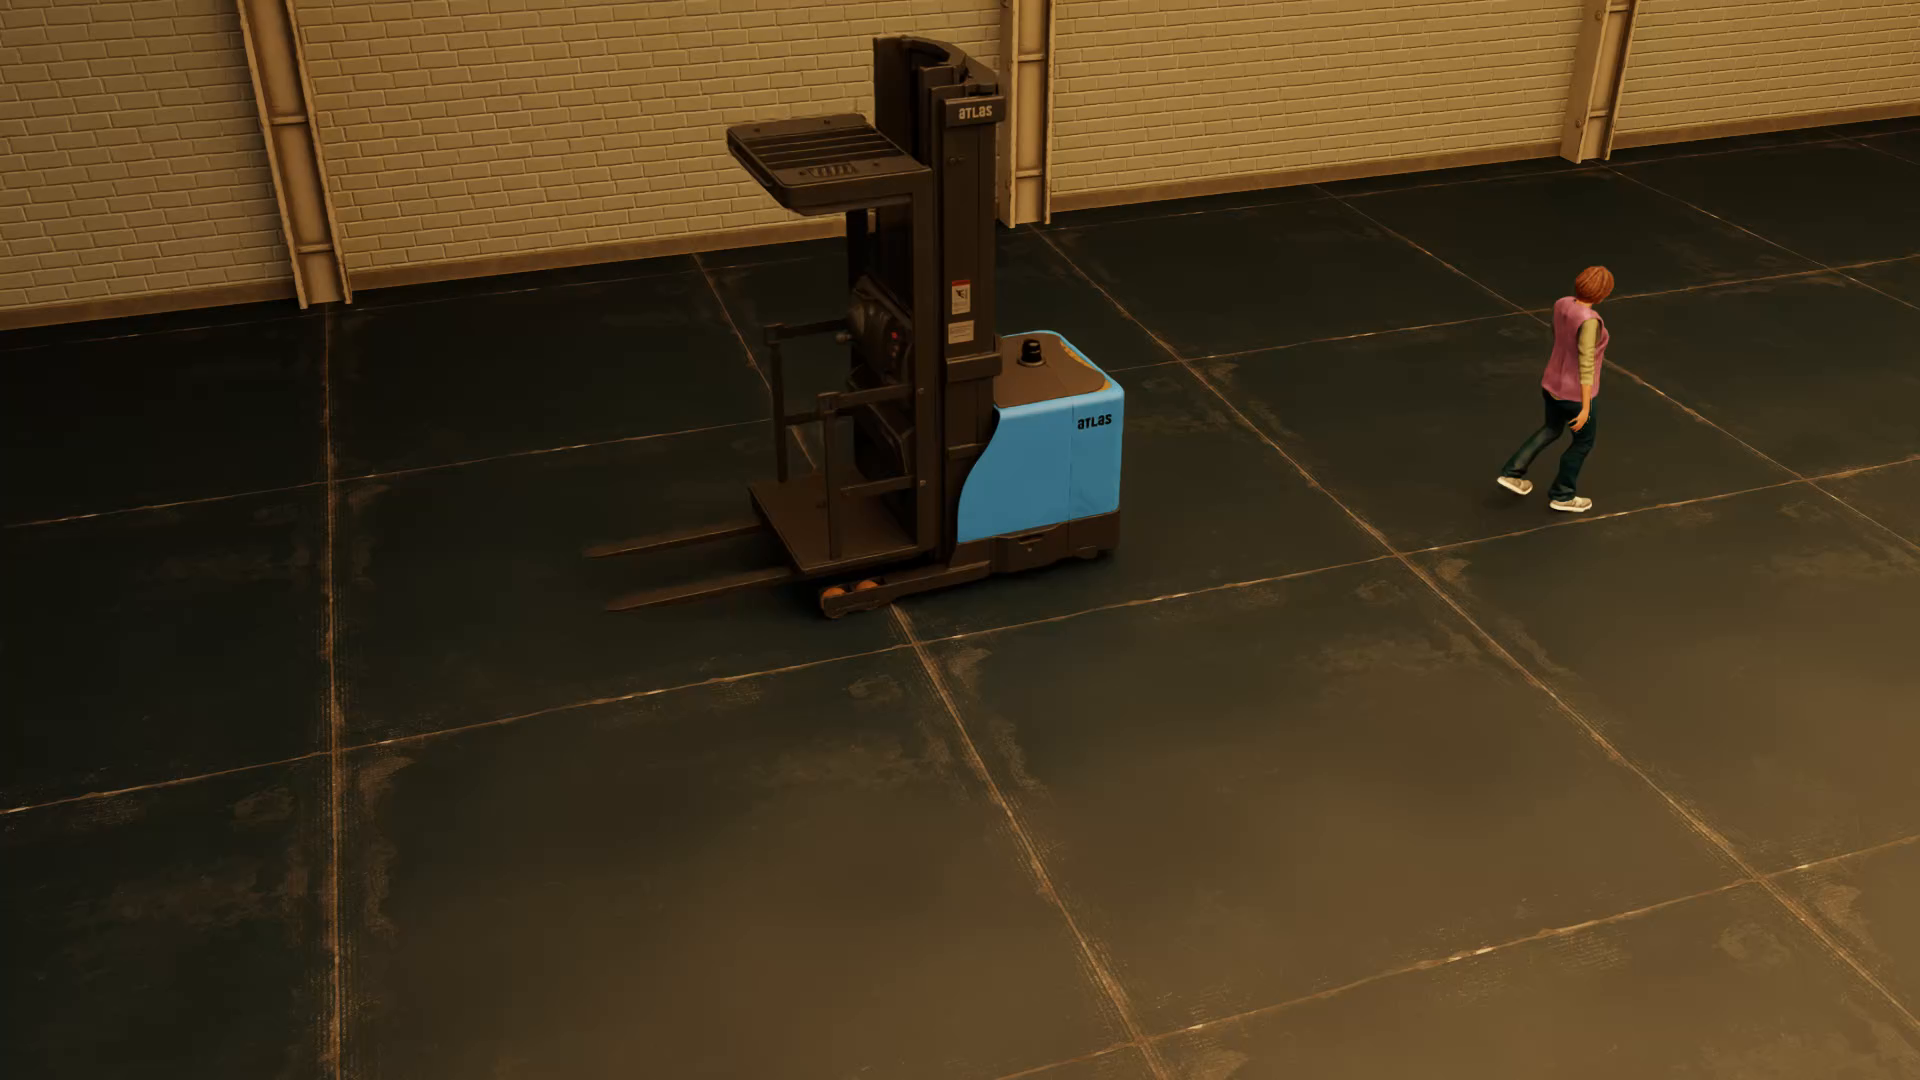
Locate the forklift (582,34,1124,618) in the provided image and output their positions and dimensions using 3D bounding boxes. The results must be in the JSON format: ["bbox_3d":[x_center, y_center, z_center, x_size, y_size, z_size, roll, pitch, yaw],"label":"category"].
[{"bbox_3d":[-0.624,-1.135,9.060,3.031,2.935,1.130,-11,32,-19],"label":"forklift"}]

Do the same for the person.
[{"bbox_3d":[3.666,-0.893,10.002,0.622,1.579,0.715,-8,31,-14],"label":"person"}]
